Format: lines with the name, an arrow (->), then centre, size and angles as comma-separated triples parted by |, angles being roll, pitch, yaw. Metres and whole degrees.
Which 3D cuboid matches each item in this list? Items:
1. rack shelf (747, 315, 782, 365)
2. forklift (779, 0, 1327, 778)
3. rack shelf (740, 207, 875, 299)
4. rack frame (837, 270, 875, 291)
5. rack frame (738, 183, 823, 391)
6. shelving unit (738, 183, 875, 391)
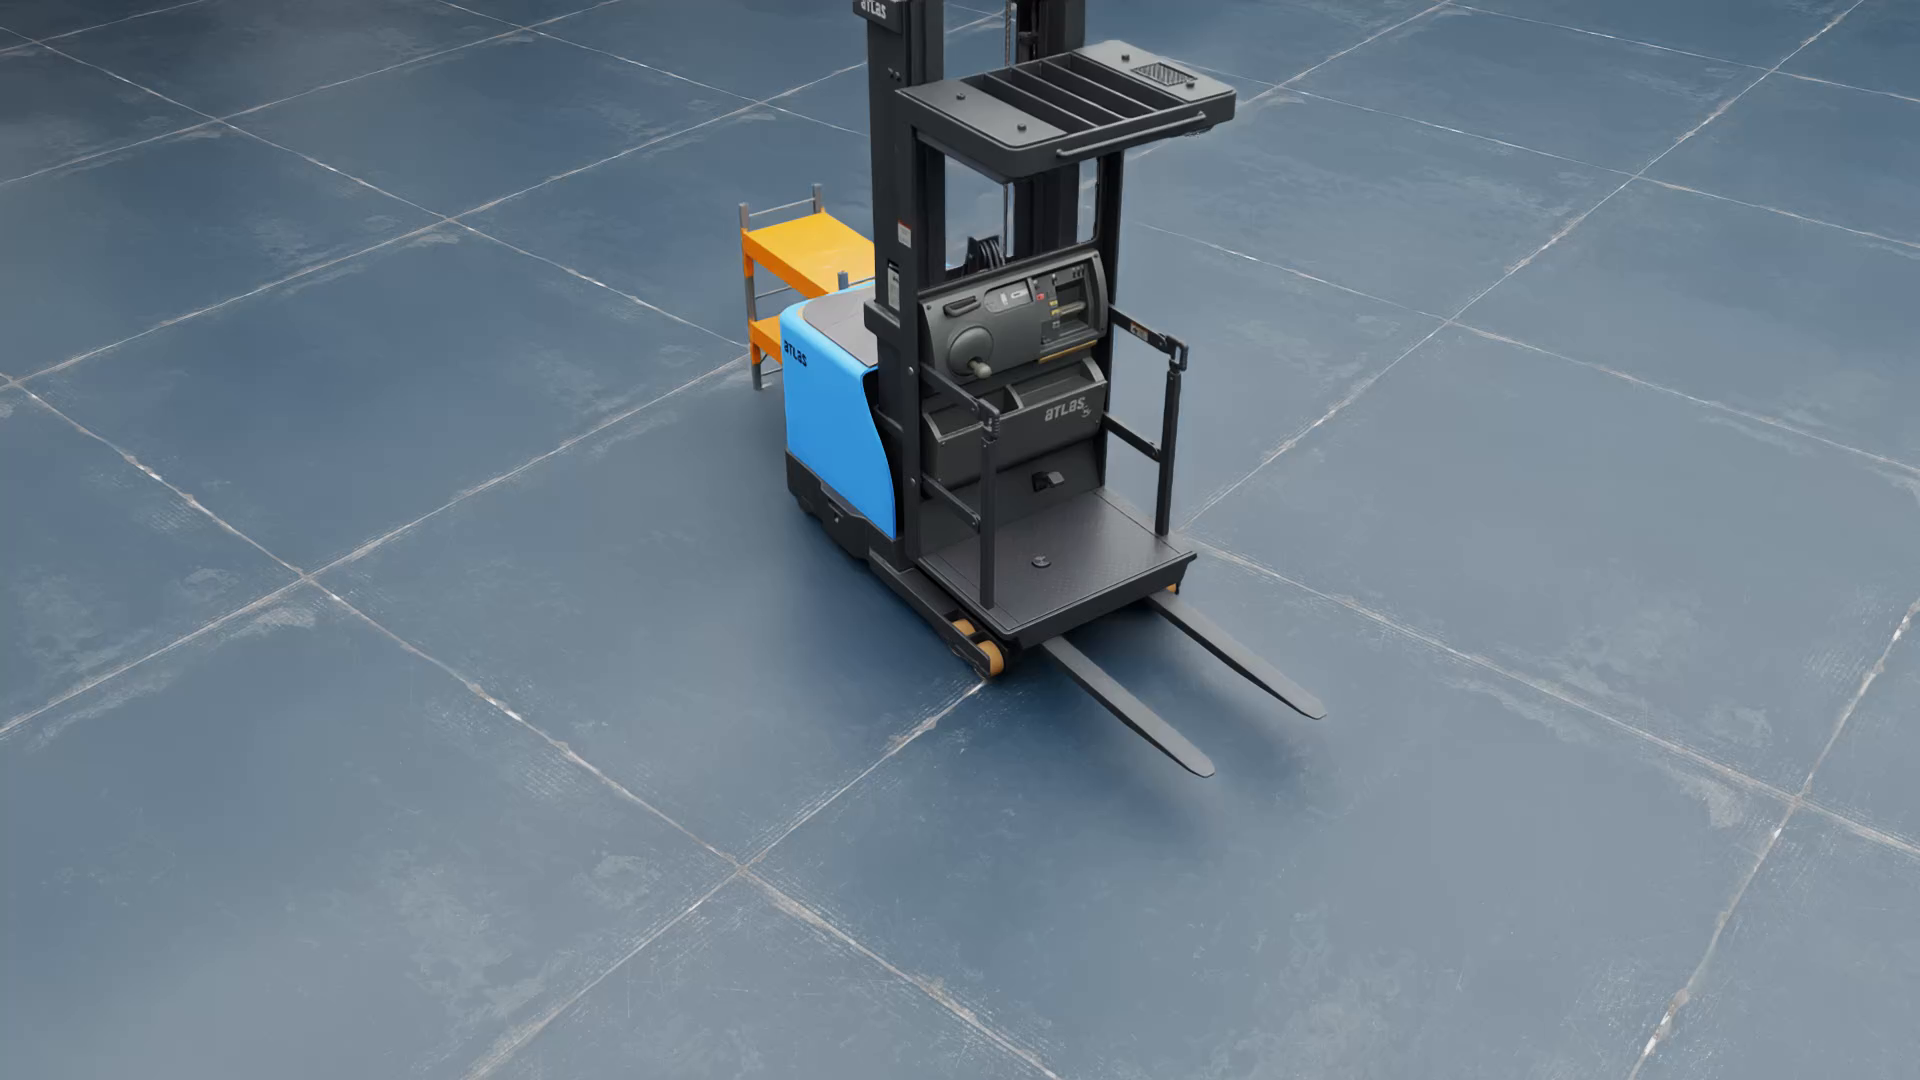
rack shelf -> -0.680, -0.964, 9.092 | 0.538, 0.278, 1.000 | -21, 40, -28
forklift -> 0.369, -0.907, 6.982 | 1.130, 2.935, 3.031 | -21, 40, -28
rack shelf -> -0.680, -1.407, 8.788 | 0.538, 0.278, 1.000 | -21, 40, -28
rack frame -> -0.390, -0.929, 8.610 | 0.500, 1.125, 0.032 | -21, 40, -28
rack frame -> -0.970, -1.402, 9.298 | 0.500, 1.125, 0.032 | -21, 40, -28
shelving unit -> -0.680, -1.166, 8.954 | 0.538, 1.125, 1.048 | -21, 40, -28
